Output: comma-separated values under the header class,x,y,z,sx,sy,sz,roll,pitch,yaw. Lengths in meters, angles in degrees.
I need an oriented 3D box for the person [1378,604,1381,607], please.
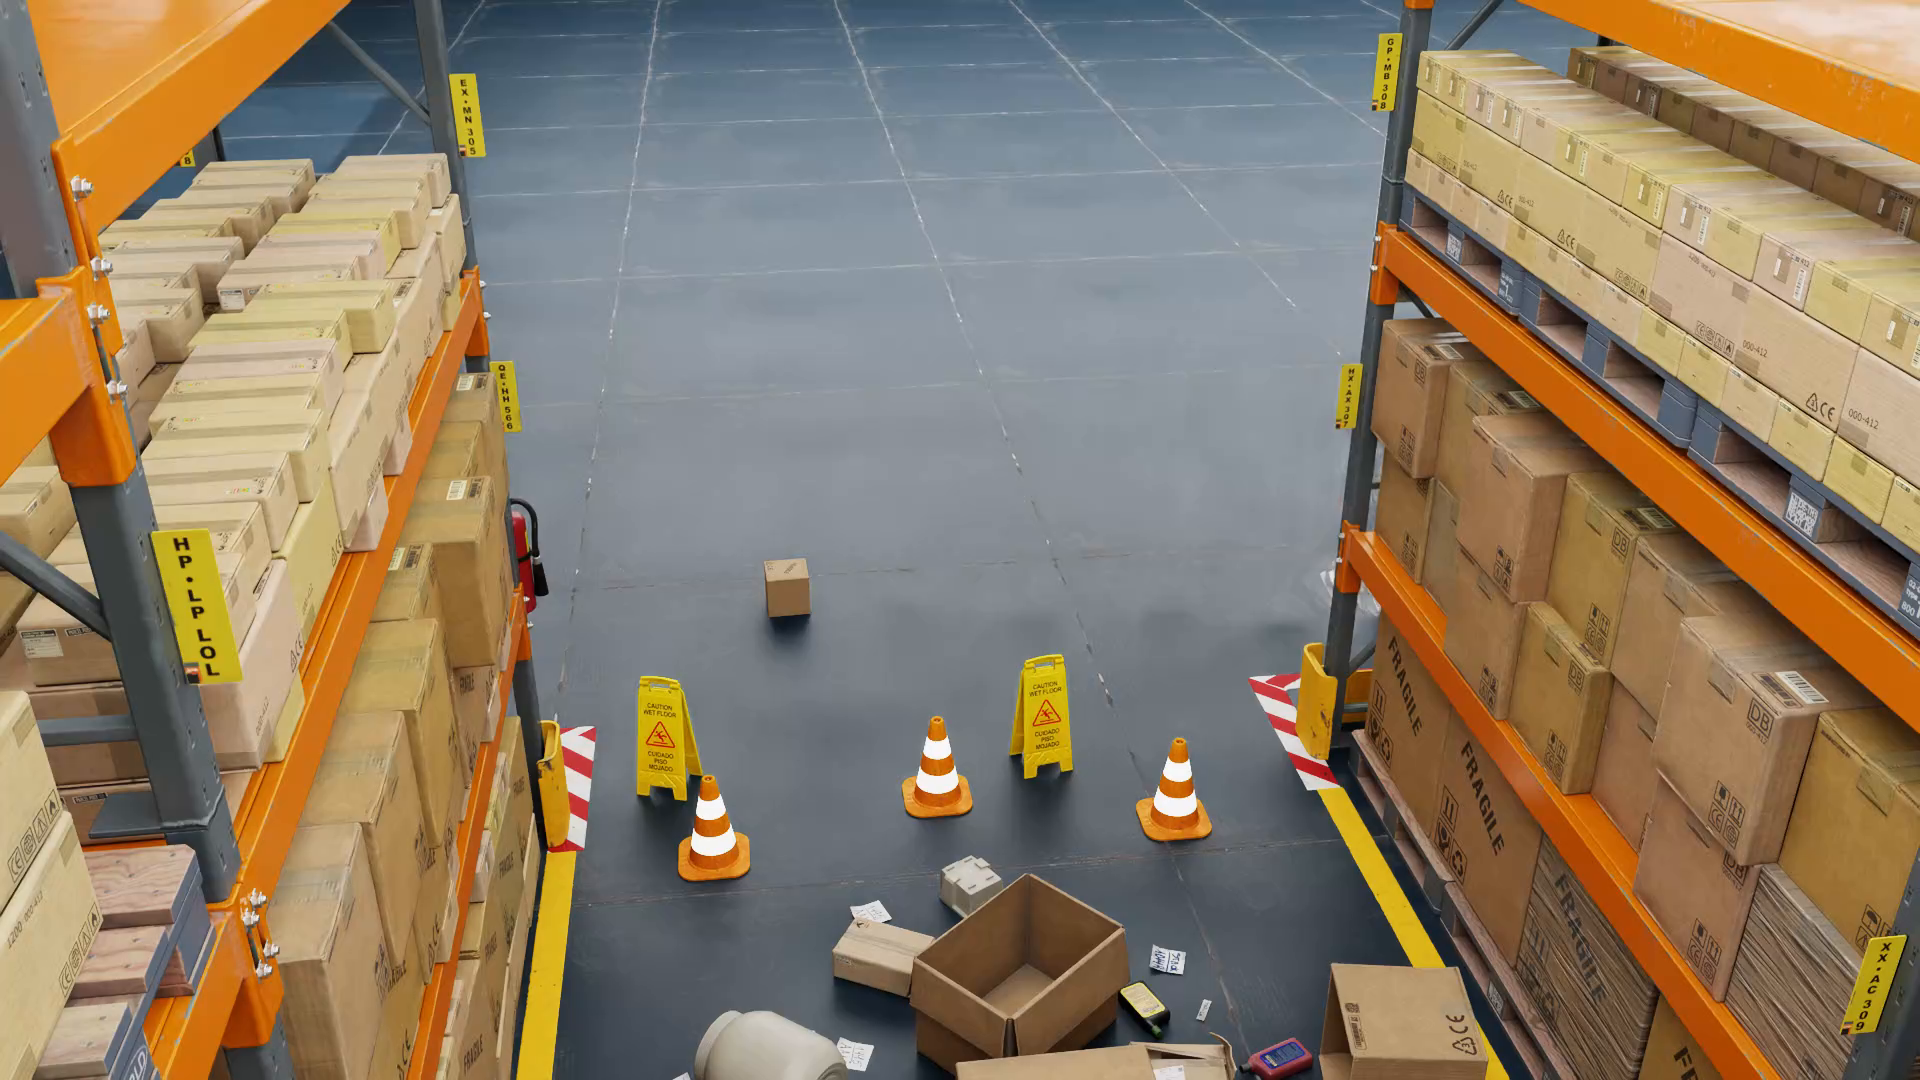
class,x,y,z,sx,sy,sz,roll,pitch,yaw
person,2.691,-0.267,9.558,0.428,1.598,0.433,3,28,6
